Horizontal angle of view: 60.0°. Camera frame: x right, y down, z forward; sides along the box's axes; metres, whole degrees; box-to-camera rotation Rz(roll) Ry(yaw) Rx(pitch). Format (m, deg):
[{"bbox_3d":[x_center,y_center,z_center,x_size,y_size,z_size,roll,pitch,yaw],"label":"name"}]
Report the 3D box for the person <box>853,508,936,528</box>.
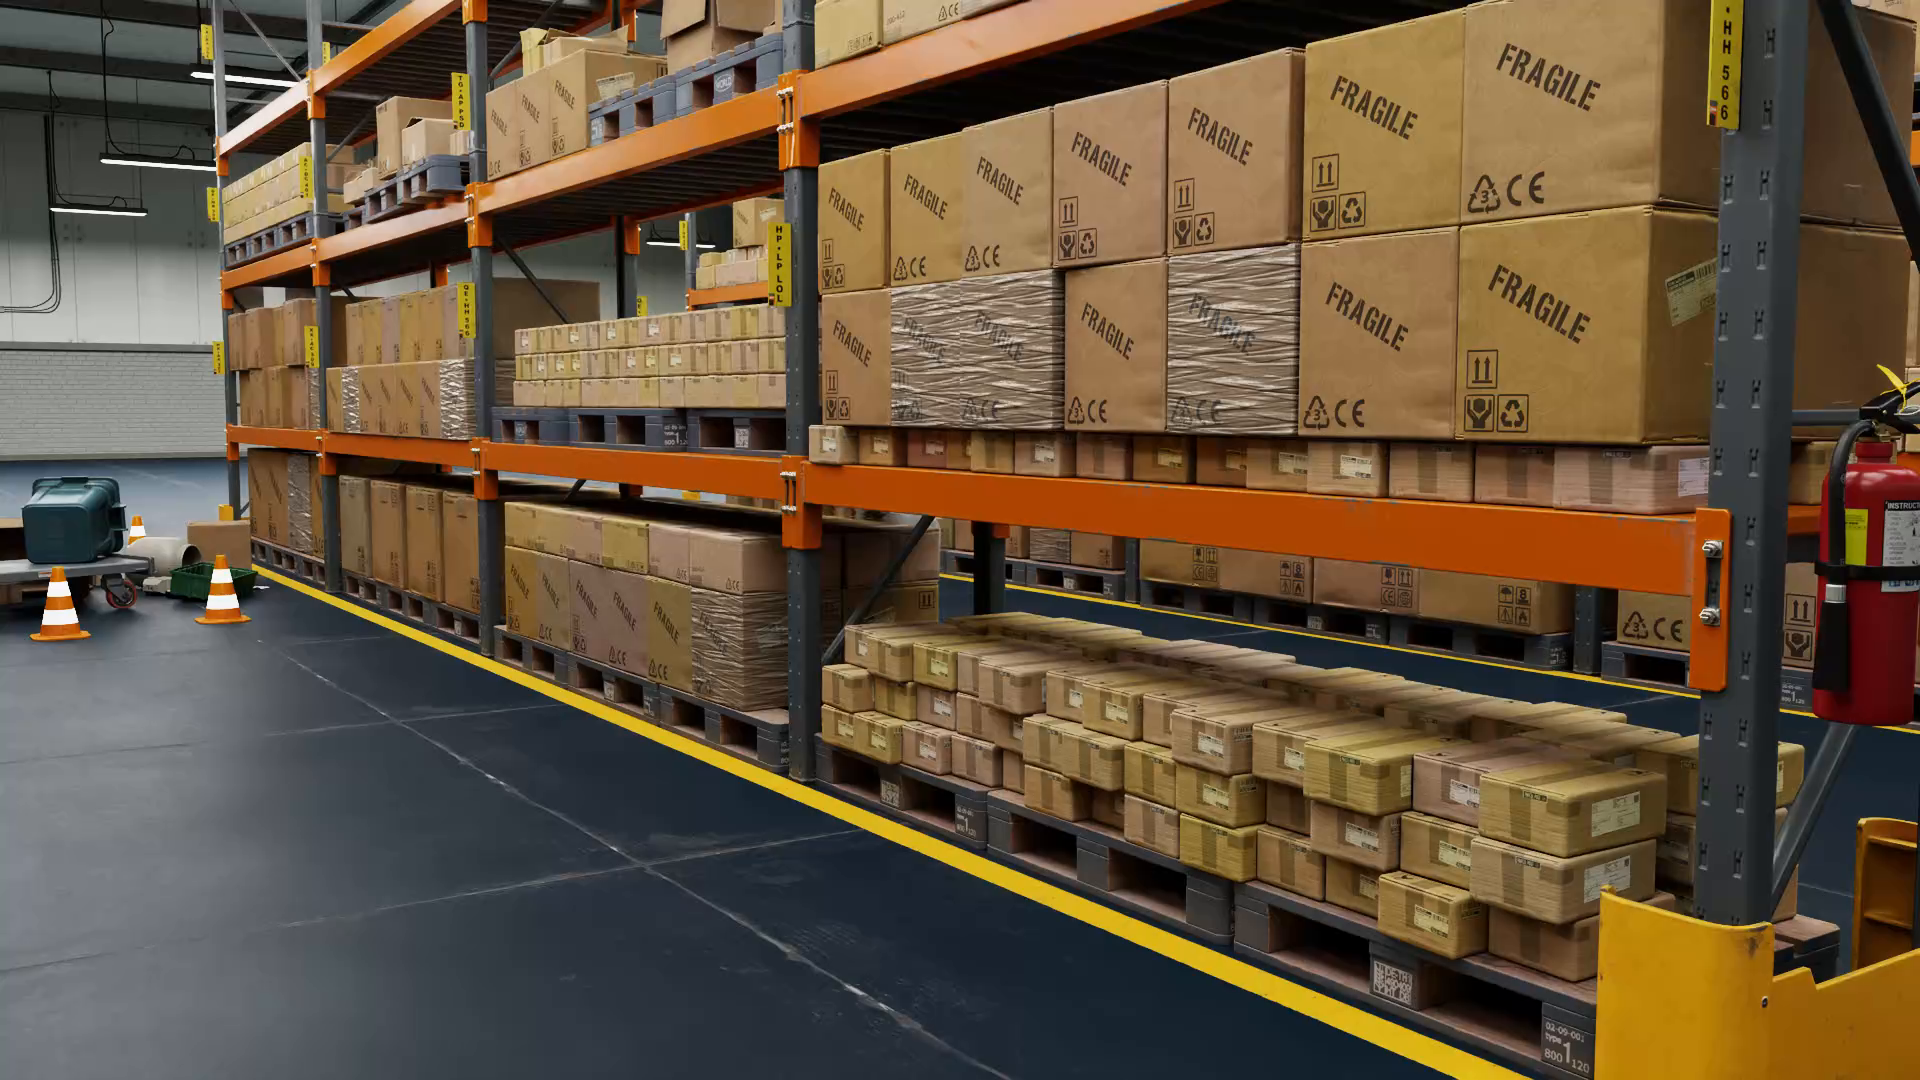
[{"bbox_3d":[-0.389,-0.113,9.881,0.417,1.682,0.528,-3,6,-36],"label":"person"}]
